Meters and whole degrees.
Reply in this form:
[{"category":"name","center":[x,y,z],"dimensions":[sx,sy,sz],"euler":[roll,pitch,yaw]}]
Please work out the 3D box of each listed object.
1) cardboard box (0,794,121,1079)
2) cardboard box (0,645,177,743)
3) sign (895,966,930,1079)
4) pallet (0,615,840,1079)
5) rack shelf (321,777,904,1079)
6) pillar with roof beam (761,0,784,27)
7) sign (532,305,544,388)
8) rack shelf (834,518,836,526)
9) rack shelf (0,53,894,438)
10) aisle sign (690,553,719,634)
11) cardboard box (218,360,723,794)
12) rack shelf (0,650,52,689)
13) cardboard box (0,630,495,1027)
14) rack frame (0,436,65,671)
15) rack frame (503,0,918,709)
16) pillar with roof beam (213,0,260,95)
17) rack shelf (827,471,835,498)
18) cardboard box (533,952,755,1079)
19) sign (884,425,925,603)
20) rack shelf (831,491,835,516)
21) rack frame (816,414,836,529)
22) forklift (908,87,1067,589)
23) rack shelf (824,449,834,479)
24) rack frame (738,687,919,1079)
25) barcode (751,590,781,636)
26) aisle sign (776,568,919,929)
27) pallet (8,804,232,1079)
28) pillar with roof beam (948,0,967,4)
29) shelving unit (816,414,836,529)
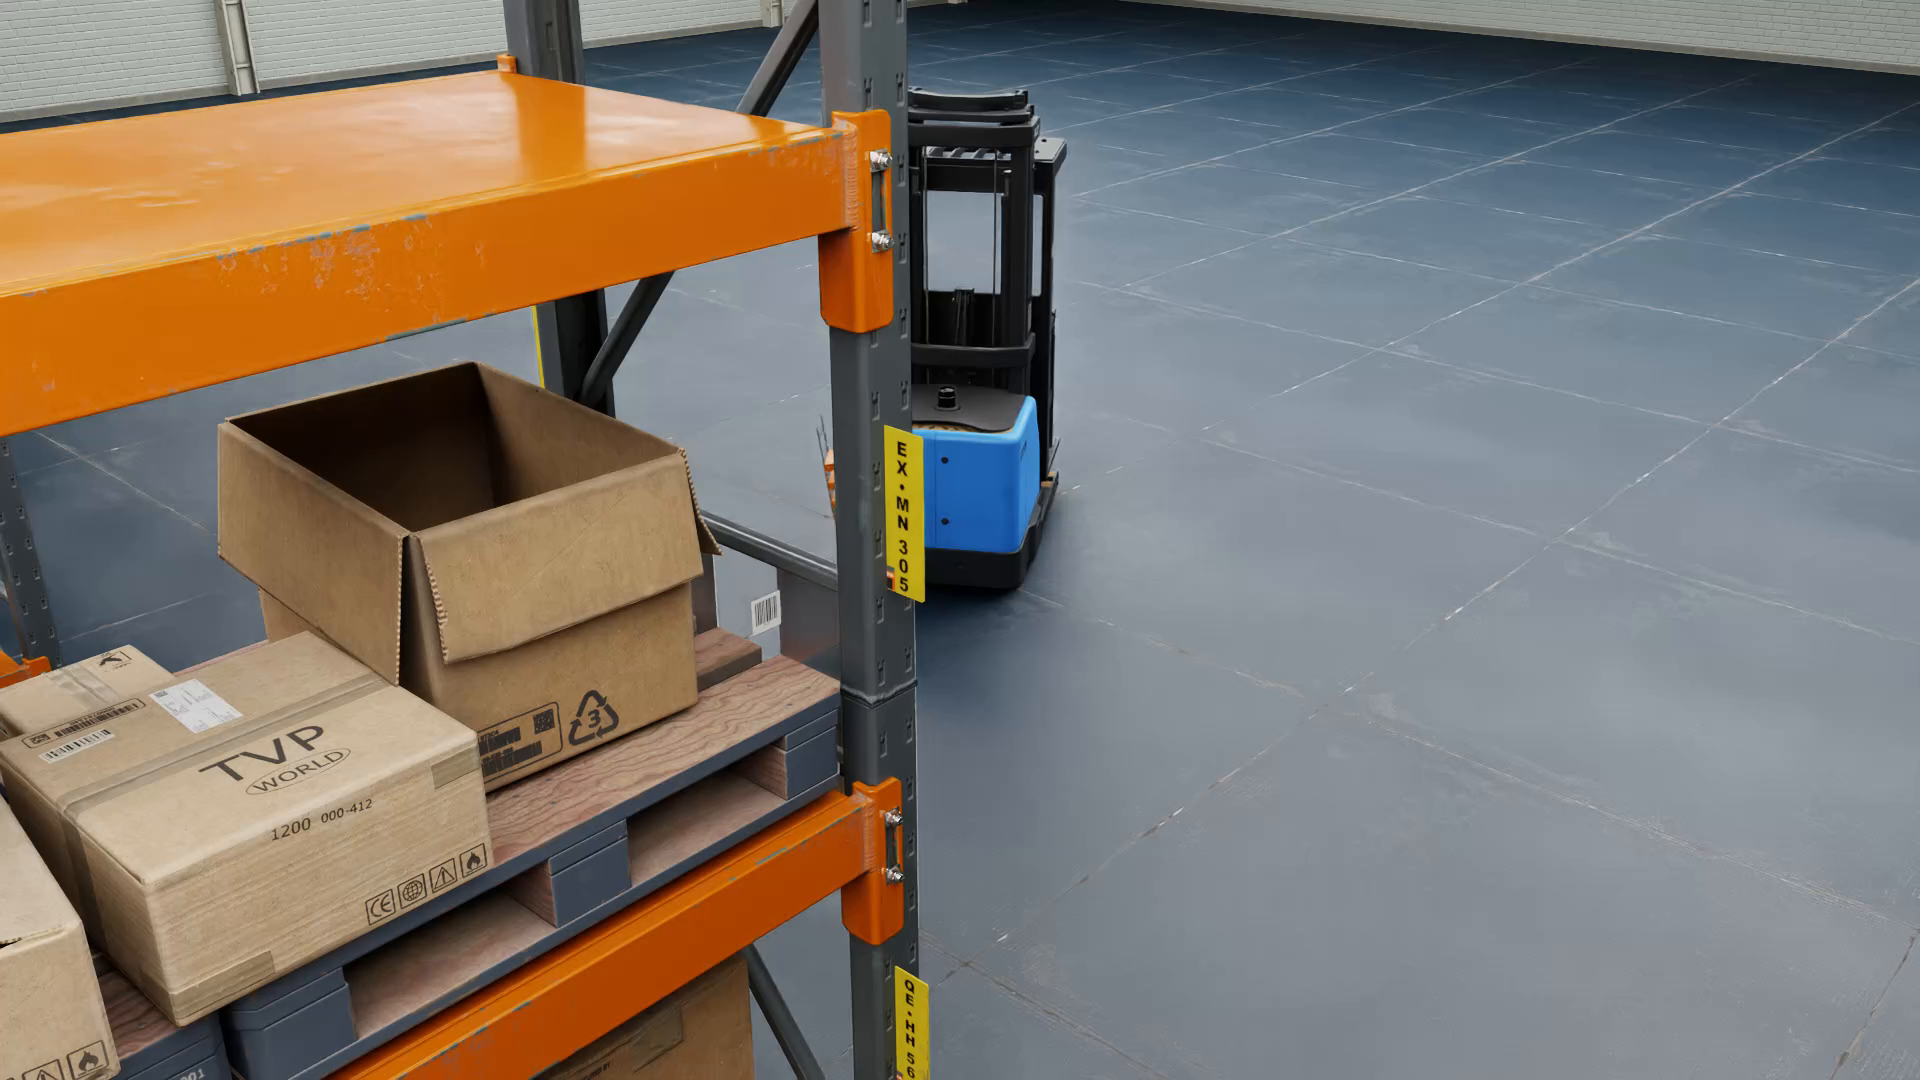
[{"category":"cardboard box","center":[-1.441,0.547,2.122],"dimensions":[0.500,0.311,0.500],"euler":[-20,31,-37]},{"category":"cardboard box","center":[-1.415,0.339,2.784],"dimensions":[0.380,0.149,0.250],"euler":[20,31,38]},{"category":"sign","center":[-0.103,1.054,3.528],"dimensions":[0.100,0.325,0.005],"euler":[20,31,38]},{"category":"pallet","center":[-0.989,0.418,3.093],"dimensions":[1.003,0.211,1.213],"euler":[20,31,38]},{"category":"rack shelf","center":[-1.833,1.107,2.328],"dimensions":[1.077,0.370,4.000],"euler":[20,31,38]},{"category":"pillar with roof beam","center":[-0.864,-14.136,31.779],"dimensions":[9.100,9.000,0.400],"euler":[20,31,38]},{"category":"sign","center":[-0.907,-0.419,3.686],"dimensions":[0.100,0.325,0.005],"euler":[20,31,38]},{"category":"rack shelf","center":[-0.661,-0.142,10.188],"dimensions":[0.180,0.103,0.258],"euler":[-7,24,5]},{"category":"rack shelf","center":[-1.833,-0.079,1.796],"dimensions":[1.077,0.370,4.000],"euler":[20,31,38]},{"category":"aisle sign","center":[-0.682,0.248,3.852],"dimensions":[0.394,0.787,0.004],"euler":[20,31,38]},{"category":"cardboard box","center":[-0.885,0.041,3.016],"dimensions":[0.637,0.503,0.797],"euler":[-22,32,-39]},{"category":"rack shelf","center":[-5.519,1.122,5.960],"dimensions":[1.077,0.370,4.000],"euler":[20,31,38]},{"category":"cardboard box","center":[-1.070,0.405,2.512],"dimensions":[0.500,0.250,0.500],"euler":[20,31,38]},{"category":"rack frame","center":[-4.184,0.184,7.172],"dimensions":[1.000,3.000,0.127],"euler":[20,31,38]},{"category":"rack frame","center":[-0.498,-1.199,2.926],"dimensions":[1.000,3.000,0.127],"euler":[20,31,38]},{"category":"pillar with roof beam","center":[-8.873,-10.480,23.625],"dimensions":[9.100,9.000,0.400],"euler":[20,31,38]},{"category":"rack shelf","center":[-0.695,-0.359,10.092],"dimensions":[0.180,0.103,0.258],"euler":[-7,24,5]},{"category":"cardboard box","center":[-0.855,1.055,3.522],"dimensions":[0.700,0.500,0.500],"euler":[20,31,38]},{"category":"sign","center":[-0.103,-0.046,3.035],"dimensions":[0.100,0.325,0.005],"euler":[20,31,38]},{"category":"rack shelf","center":[-0.678,-0.251,10.140],"dimensions":[0.180,0.103,0.258],"euler":[-7,24,5]},{"category":"rack frame","center":[-0.758,-0.172,10.179],"dimensions":[0.006,1.200,0.240],"euler":[-7,24,5]},{"category":"forklift","center":[0.108,-1.607,11.252],"dimensions":[1.130,2.935,3.031],"euler":[4,24,9]},{"category":"rack shelf","center":[-0.712,-0.468,10.044],"dimensions":[0.180,0.103,0.258],"euler":[-7,24,5]},{"category":"rack frame","center":[-0.498,1.538,4.153],"dimensions":[1.000,3.000,0.127],"euler":[20,31,38]},{"category":"barcode","center":[-0.340,0.128,2.922],"dimensions":[0.001,0.075,0.075],"euler":[20,31,38]},{"category":"aisle sign","center":[-0.236,0.412,3.487],"dimensions":[0.394,0.787,0.004],"euler":[20,31,38]},{"category":"pallet","center":[-1.803,0.792,2.260],"dimensions":[1.003,0.211,1.213],"euler":[20,31,38]},{"category":"pillar with roof beam","center":[3.141,-15.964,35.856],"dimensions":[9.100,9.000,0.400],"euler":[20,31,38]},{"category":"shelving unit","center":[-0.667,-0.182,10.170],"dimensions":[0.189,1.200,0.258],"euler":[-7,24,5]}]
